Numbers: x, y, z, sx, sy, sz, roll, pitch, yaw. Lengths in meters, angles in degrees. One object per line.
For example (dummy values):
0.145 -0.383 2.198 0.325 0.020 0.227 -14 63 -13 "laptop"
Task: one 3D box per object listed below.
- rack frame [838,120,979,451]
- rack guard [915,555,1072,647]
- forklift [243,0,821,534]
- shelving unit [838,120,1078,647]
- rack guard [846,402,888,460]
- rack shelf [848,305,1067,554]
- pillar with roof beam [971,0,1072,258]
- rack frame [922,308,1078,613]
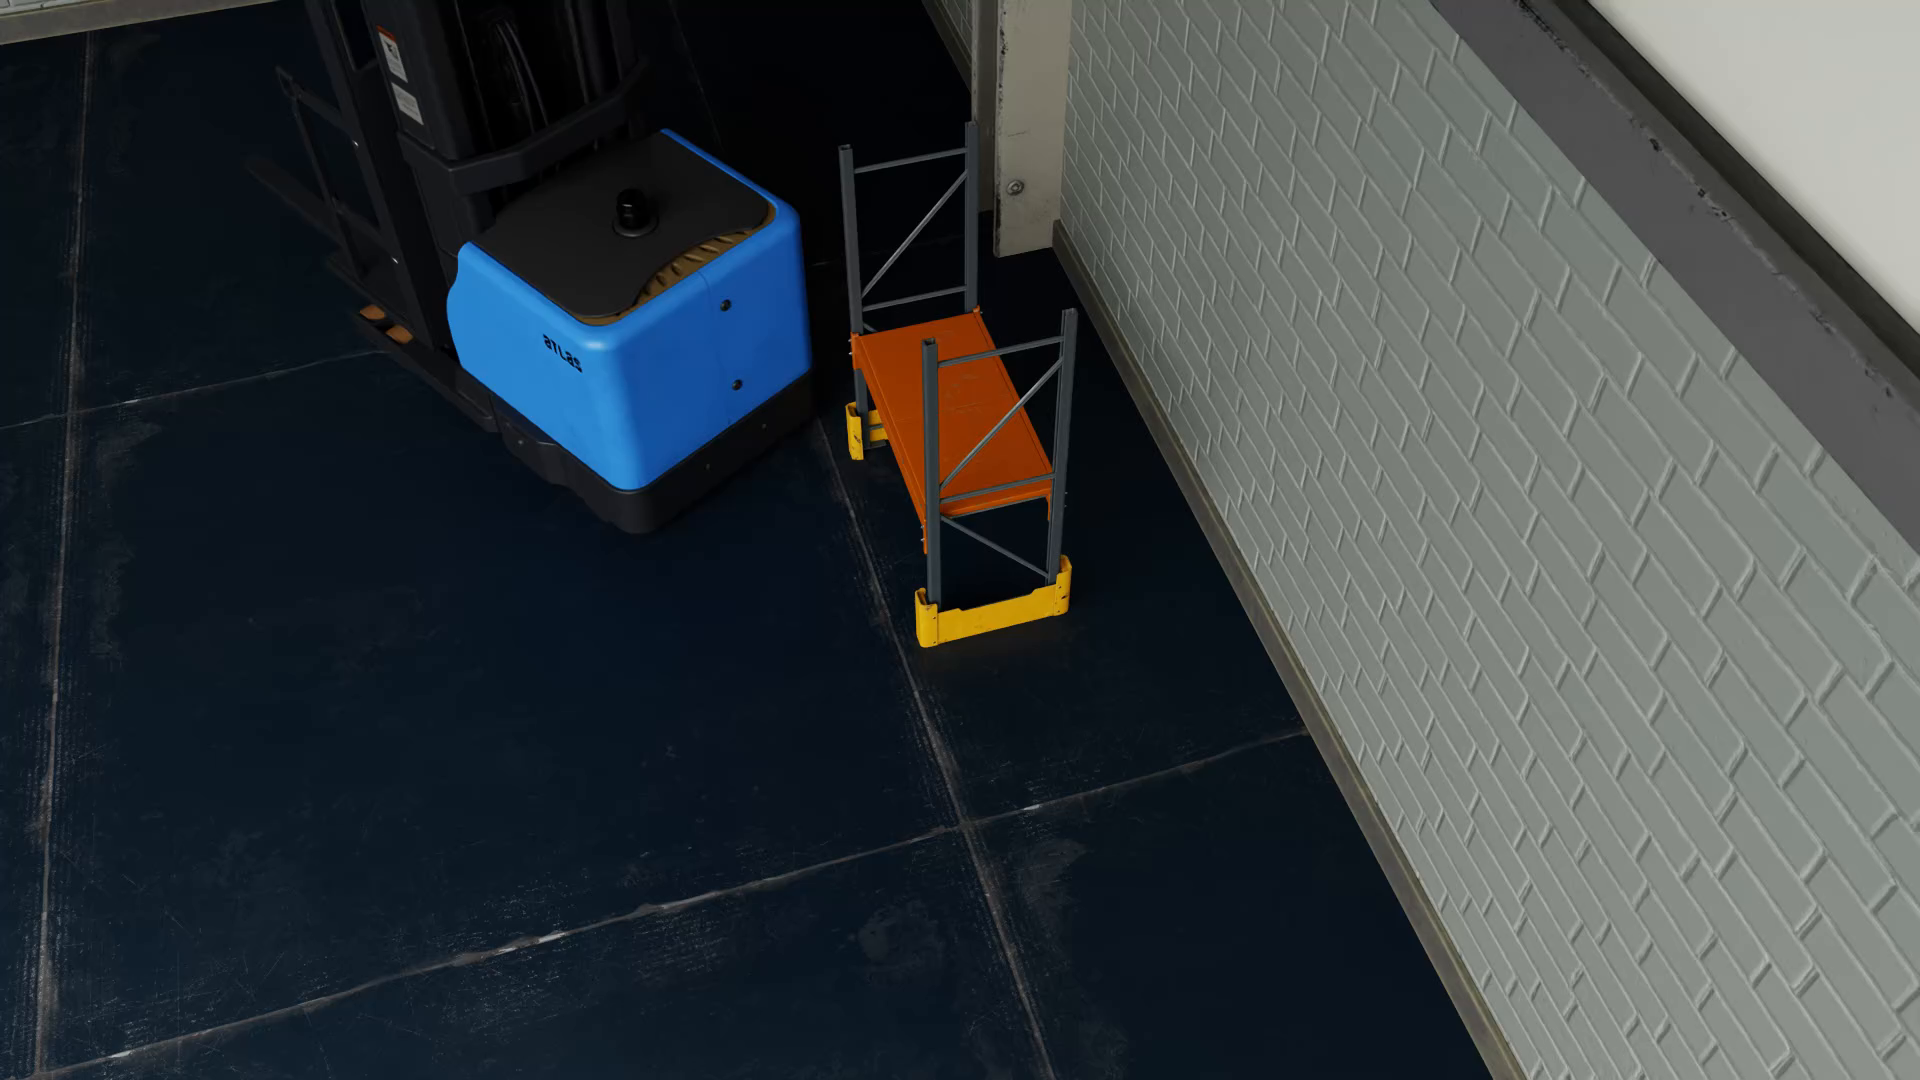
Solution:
-0.176 -0.917 6.332 0.500 1.500 0.032 -13 51 -11 "rack frame"
0.125 0.227 6.184 0.587 0.250 0.087 -13 51 -11 "rack guard"
-2.002 -1.968 6.282 3.031 2.935 1.130 35 58 26 "forklift"
-0.023 -0.539 6.013 0.587 1.500 1.083 -13 51 -11 "shelving unit"
-0.170 -0.500 6.798 0.587 0.250 0.087 -13 51 -11 "rack guard"
-0.025 -0.430 6.156 0.538 0.185 1.000 -13 51 -11 "rack shelf"
-3.858 -3.402 3.522 9.100 9.000 0.400 -13 51 -11 "pillar with roof beam"
0.125 -0.174 5.706 0.500 1.500 0.032 -13 51 -11 "rack frame"
